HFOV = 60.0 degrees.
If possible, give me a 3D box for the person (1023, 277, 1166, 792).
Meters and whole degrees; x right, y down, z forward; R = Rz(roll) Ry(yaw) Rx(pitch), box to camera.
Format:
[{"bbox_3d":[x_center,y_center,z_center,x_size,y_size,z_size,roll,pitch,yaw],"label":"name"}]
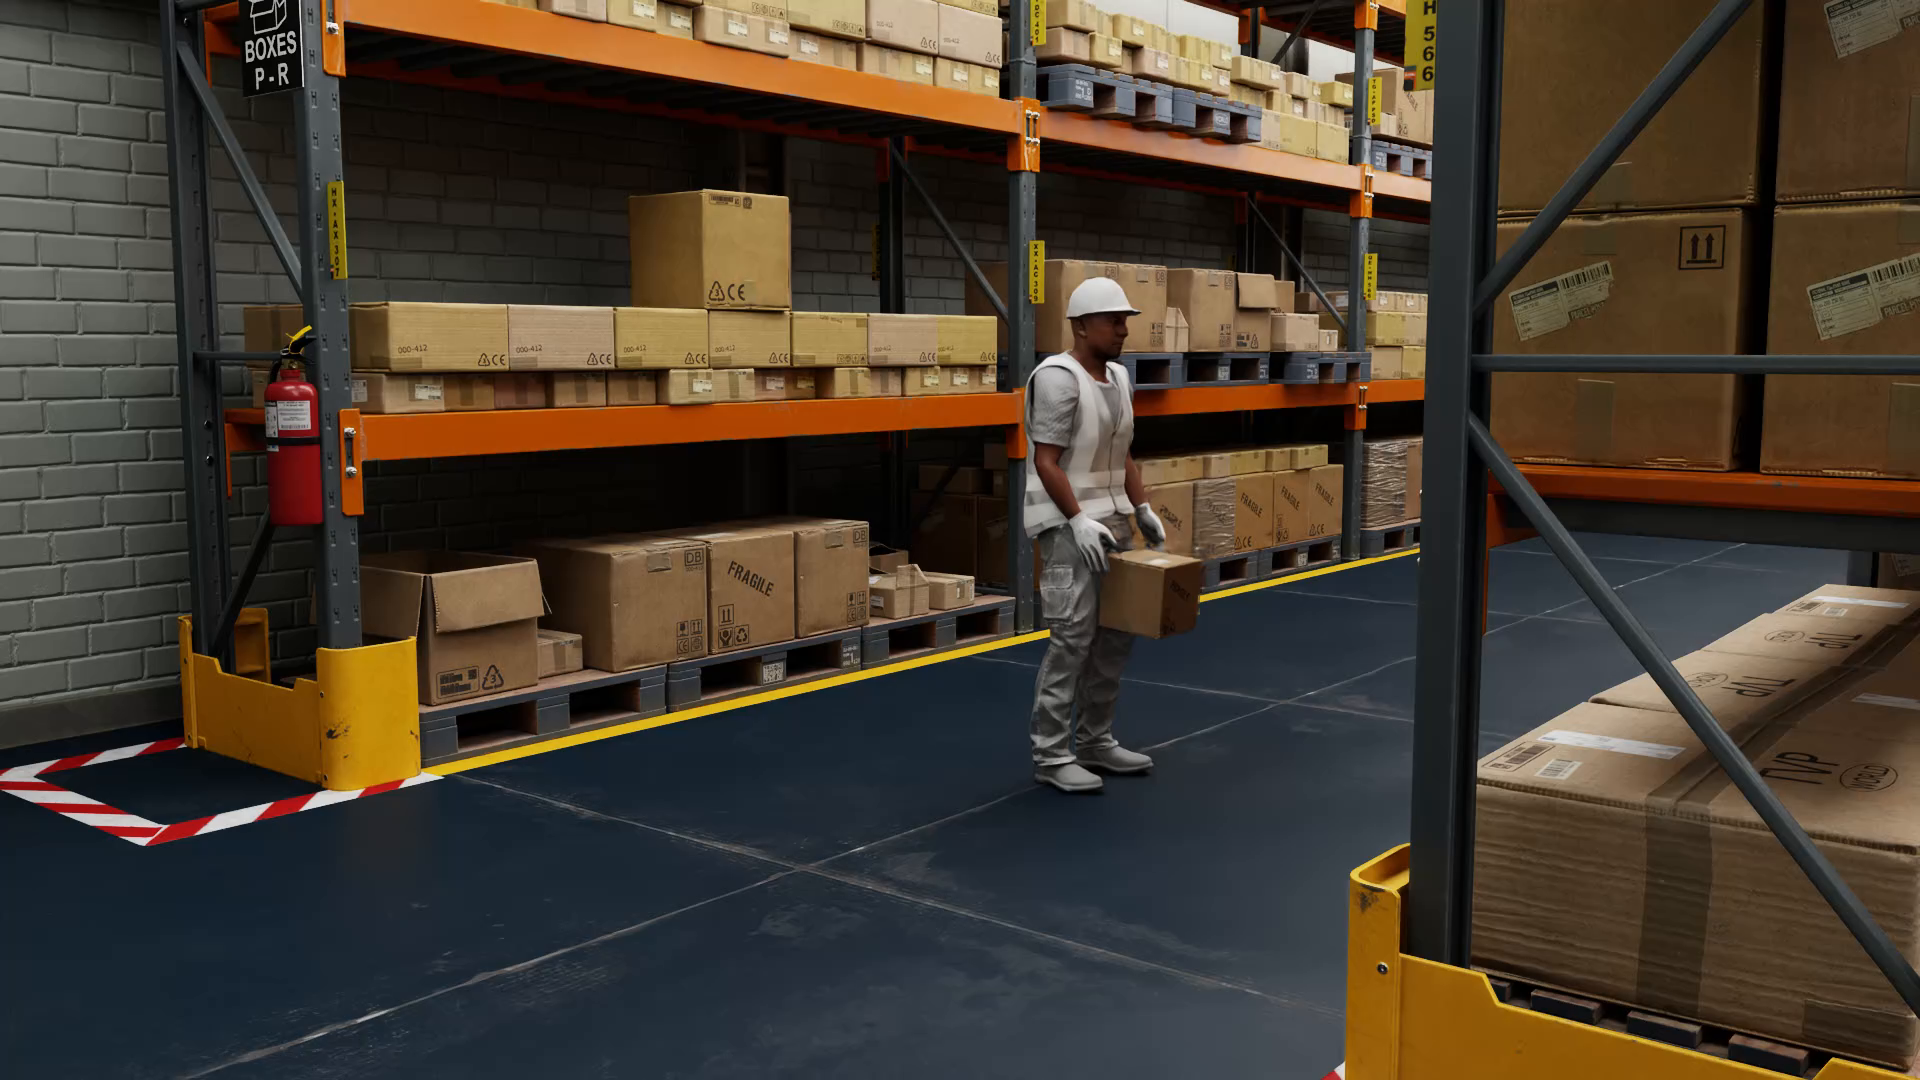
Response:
[{"bbox_3d":[0.465,-0.033,5.924,0.430,1.784,0.565,5,8,37],"label":"person"}]
